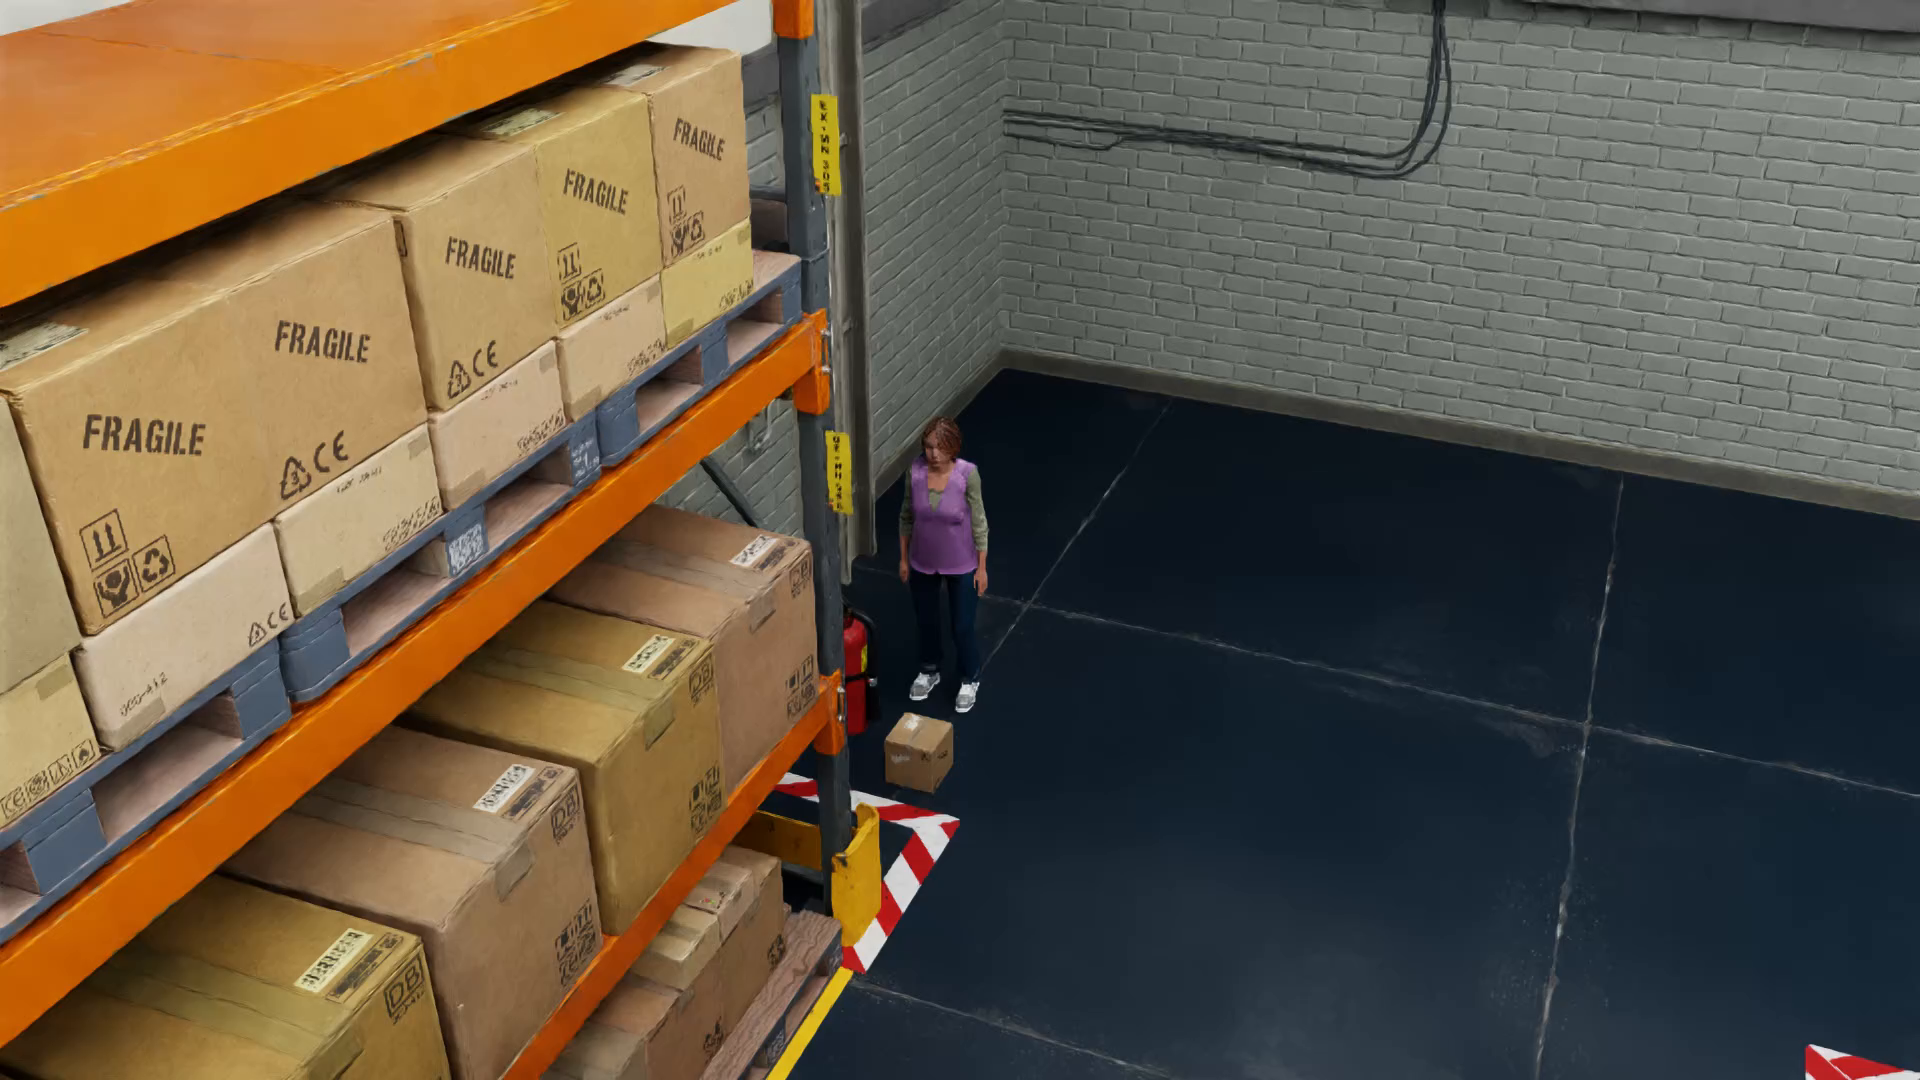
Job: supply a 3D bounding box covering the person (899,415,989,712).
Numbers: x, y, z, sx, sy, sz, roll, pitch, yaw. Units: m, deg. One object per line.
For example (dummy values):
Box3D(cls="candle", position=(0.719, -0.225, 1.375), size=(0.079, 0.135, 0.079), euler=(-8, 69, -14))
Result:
Box3D(cls="person", position=(-0.074, 0.108, 8.168), size=(0.456, 1.594, 0.349), euler=(8, 31, 14))
